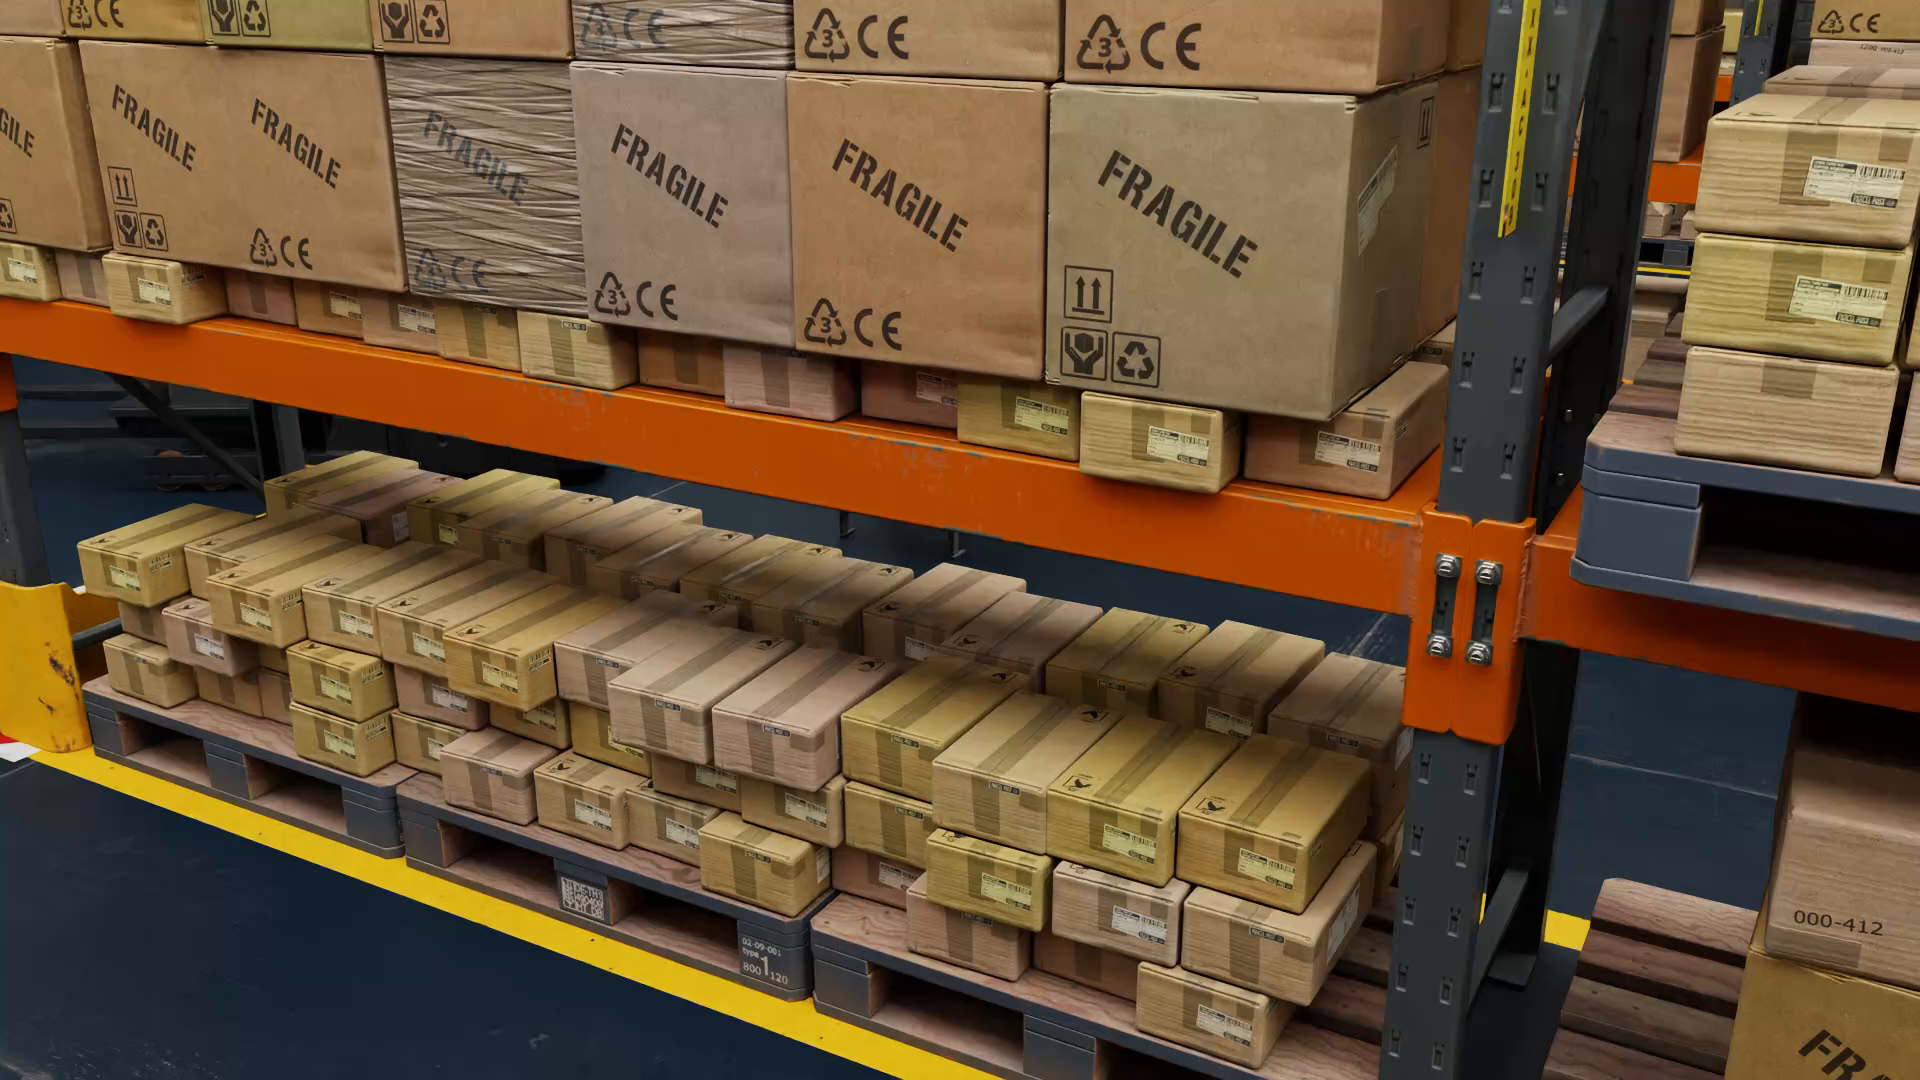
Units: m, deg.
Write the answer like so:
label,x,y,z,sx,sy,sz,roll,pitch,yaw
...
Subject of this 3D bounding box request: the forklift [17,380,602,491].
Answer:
label,x,y,z,sx,sy,sz,roll,pitch,yaw
forklift,-3.030,-1.765,6.934,3.031,2.935,1.130,-1,20,-2

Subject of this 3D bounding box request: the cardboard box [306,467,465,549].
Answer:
label,x,y,z,sx,sy,sz,roll,pitch,yaw
cardboard box,-1.672,-0.079,4.876,0.250,0.149,0.380,11,23,28

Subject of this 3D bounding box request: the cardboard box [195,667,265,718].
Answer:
label,x,y,z,sx,sy,sz,roll,pitch,yaw
cardboard box,-1.879,0.331,4.619,0.250,0.149,0.380,11,23,27

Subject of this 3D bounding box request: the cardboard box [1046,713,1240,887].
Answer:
label,x,y,z,sx,sy,sz,roll,pitch,yaw
cardboard box,0.363,0.503,3.273,0.250,0.149,0.380,11,23,28

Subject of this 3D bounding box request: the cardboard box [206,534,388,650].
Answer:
label,x,y,z,sx,sy,sz,roll,pitch,yaw
cardboard box,-1.701,0.128,4.306,0.250,0.149,0.380,11,23,27

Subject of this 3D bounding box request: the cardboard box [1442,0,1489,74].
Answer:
label,x,y,z,sx,sy,sz,roll,pitch,yaw
cardboard box,0.768,-1.153,3.095,0.500,0.500,0.500,11,23,29

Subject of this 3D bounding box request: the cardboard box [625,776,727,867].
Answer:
label,x,y,z,sx,sy,sz,roll,pitch,yaw
cardboard box,-0.564,0.595,3.890,0.250,0.149,0.380,11,23,28

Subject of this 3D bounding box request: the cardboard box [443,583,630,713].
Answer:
label,x,y,z,sx,sy,sz,roll,pitch,yaw
cardboard box,-0.999,0.251,3.967,0.250,0.149,0.380,11,23,28

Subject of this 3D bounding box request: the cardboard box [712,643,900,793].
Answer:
label,x,y,z,sx,sy,sz,roll,pitch,yaw
cardboard box,-0.328,0.379,3.613,0.250,0.149,0.380,10,22,25

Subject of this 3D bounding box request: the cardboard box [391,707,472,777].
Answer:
label,x,y,z,sx,sy,sz,roll,pitch,yaw
cardboard box,-1.220,0.459,4.265,0.250,0.149,0.380,11,23,27

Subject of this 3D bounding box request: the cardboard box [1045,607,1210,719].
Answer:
label,x,y,z,sx,sy,sz,roll,pitch,yaw
cardboard box,0.387,0.305,3.818,0.250,0.149,0.380,10,22,27

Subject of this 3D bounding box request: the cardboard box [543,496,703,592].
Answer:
label,x,y,z,sx,sy,sz,roll,pitch,yaw
cardboard box,-0.927,0.016,4.613,0.250,0.149,0.380,12,23,29

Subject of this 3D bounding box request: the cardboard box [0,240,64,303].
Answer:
label,x,y,z,sx,sy,sz,roll,pitch,yaw
cardboard box,-2.326,-0.744,4.385,0.250,0.149,0.380,11,22,27

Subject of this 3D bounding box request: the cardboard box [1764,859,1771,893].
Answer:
label,x,y,z,sx,sy,sz,roll,pitch,yaw
cardboard box,1.812,0.678,3.148,0.500,0.500,0.500,10,22,26

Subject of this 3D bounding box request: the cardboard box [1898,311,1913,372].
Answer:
label,x,y,z,sx,sy,sz,roll,pitch,yaw
cardboard box,1.713,-0.377,2.759,0.250,0.149,0.380,11,23,28

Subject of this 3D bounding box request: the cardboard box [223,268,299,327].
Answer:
label,x,y,z,sx,sy,sz,roll,pitch,yaw
cardboard box,-1.582,-0.651,4.129,0.250,0.149,0.380,12,23,30

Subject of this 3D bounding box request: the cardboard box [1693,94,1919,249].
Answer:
label,x,y,z,sx,sy,sz,roll,pitch,yaw
cardboard box,1.163,-0.505,2.238,0.250,0.149,0.380,12,23,30

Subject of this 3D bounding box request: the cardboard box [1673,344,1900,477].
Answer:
label,x,y,z,sx,sy,sz,roll,pitch,yaw
cardboard box,1.163,-0.225,2.339,0.250,0.149,0.380,10,22,25

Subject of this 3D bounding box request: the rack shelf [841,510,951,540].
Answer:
label,x,y,z,sx,sy,sz,roll,pitch,yaw
rack shelf,-0.145,-0.344,6.326,0.480,0.518,0.431,11,23,27

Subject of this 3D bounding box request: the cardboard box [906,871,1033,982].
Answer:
label,x,y,z,sx,sy,sz,roll,pitch,yaw
cardboard box,0.086,0.738,3.497,0.250,0.149,0.380,10,22,26

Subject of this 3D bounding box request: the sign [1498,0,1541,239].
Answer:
label,x,y,z,sx,sy,sz,roll,pitch,yaw
sign,0.785,-0.592,2.330,0.005,0.325,0.100,11,23,27

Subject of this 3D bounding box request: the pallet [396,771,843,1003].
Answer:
label,x,y,z,sx,sy,sz,roll,pitch,yaw
pallet,-0.630,0.659,4.239,1.213,0.211,1.003,11,23,27

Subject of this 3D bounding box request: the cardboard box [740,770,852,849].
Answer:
label,x,y,z,sx,sy,sz,roll,pitch,yaw
cardboard box,-0.275,0.509,3.692,0.250,0.149,0.380,11,23,29

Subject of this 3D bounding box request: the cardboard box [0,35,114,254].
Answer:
label,x,y,z,sx,sy,sz,roll,pitch,yaw
cardboard box,-2.192,-1.043,4.260,0.500,0.500,0.500,12,23,30

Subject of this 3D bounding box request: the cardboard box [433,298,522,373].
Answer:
label,x,y,z,sx,sy,sz,roll,pitch,yaw
cardboard box,-0.939,-0.500,3.712,0.250,0.149,0.380,12,23,29

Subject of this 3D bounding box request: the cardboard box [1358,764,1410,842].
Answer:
label,x,y,z,sx,sy,sz,roll,pitch,yaw
cardboard box,0.883,0.499,3.719,0.250,0.149,0.380,12,23,30

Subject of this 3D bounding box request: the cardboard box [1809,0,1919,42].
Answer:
label,x,y,z,sx,sy,sz,roll,pitch,yaw
cardboard box,3.613,-2.197,6.410,0.500,0.500,0.500,11,23,28

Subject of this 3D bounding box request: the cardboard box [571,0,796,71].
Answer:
label,x,y,z,sx,sy,sz,roll,pitch,yaw
cardboard box,-0.393,-1.176,3.160,0.500,0.500,0.500,11,23,29

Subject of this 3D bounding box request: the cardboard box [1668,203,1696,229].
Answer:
label,x,y,z,sx,sy,sz,roll,pitch,yaw
cardboard box,5.325,-2.431,11.994,0.500,0.311,0.500,12,23,29

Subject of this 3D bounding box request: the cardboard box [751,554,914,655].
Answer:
label,x,y,z,sx,sy,sz,roll,pitch,yaw
cardboard box,-0.312,0.181,4.159,0.250,0.149,0.380,10,22,25

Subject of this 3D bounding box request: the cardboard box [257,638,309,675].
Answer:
label,x,y,z,sx,sy,sz,roll,pitch,yaw
cardboard box,-1.649,0.230,4.461,0.250,0.149,0.380,11,23,28

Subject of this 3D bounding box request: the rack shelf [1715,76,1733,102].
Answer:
label,x,y,z,sx,sy,sz,roll,pitch,yaw
rack shelf,4.040,-3.311,12.150,4.000,0.370,1.077,11,23,27

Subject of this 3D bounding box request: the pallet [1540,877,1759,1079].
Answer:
label,x,y,z,sx,sy,sz,roll,pitch,yaw
pallet,1.723,1.092,3.046,1.213,0.211,1.003,11,23,27

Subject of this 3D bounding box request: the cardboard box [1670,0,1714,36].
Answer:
label,x,y,z,sx,sy,sz,roll,pitch,yaw
cardboard box,2.822,-2.352,6.837,0.500,0.500,0.500,11,22,27

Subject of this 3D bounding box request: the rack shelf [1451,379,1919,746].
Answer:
label,x,y,z,sx,sy,sz,roll,pitch,yaw
rack shelf,2.789,0.323,2.132,4.000,0.370,1.077,11,23,27

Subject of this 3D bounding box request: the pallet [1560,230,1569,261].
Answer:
label,x,y,z,sx,sy,sz,roll,pitch,yaw
pallet,4.118,-2.323,12.460,1.213,0.211,1.003,11,23,27

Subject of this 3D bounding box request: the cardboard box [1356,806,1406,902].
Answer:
label,x,y,z,sx,sy,sz,roll,pitch,yaw
cardboard box,0.882,0.638,3.771,0.250,0.149,0.380,10,22,25

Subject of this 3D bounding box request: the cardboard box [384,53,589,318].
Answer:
label,x,y,z,sx,sy,sz,roll,pitch,yaw
cardboard box,-0.843,-0.794,3.572,0.500,0.500,0.500,10,22,26

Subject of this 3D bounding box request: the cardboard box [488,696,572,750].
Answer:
label,x,y,z,sx,sy,sz,roll,pitch,yaw
cardboard box,-0.943,0.353,4.121,0.250,0.149,0.380,12,23,30

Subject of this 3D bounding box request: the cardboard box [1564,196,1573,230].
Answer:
label,x,y,z,sx,sy,sz,roll,pitch,yaw
cardboard box,4.415,-2.548,12.041,0.500,0.500,0.700,10,22,25

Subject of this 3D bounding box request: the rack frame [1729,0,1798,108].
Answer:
label,x,y,z,sx,sy,sz,roll,pitch,yaw
rack frame,3.369,-1.839,7.035,0.127,3.000,1.000,11,23,27

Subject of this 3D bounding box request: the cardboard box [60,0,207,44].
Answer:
label,x,y,z,sx,sy,sz,roll,pitch,yaw
cardboard box,-1.743,-1.435,3.872,0.500,0.500,0.500,12,23,29

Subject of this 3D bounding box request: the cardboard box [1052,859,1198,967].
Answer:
label,x,y,z,sx,sy,sz,roll,pitch,yaw
cardboard box,0.371,0.656,3.287,0.250,0.149,0.380,10,22,25

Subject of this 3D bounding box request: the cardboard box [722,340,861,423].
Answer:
label,x,y,z,sx,sy,sz,roll,pitch,yaw
cardboard box,-0.268,-0.367,3.346,0.250,0.149,0.380,10,22,25

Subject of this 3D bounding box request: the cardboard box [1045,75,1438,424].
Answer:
label,x,y,z,sx,sy,sz,roll,pitch,yaw
cardboard box,0.483,-0.531,2.848,0.500,0.500,0.500,11,23,27

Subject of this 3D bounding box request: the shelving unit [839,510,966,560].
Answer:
label,x,y,z,sx,sy,sz,roll,pitch,yaw
shelving unit,-0.145,-1.015,6.083,0.503,2.100,0.431,11,23,27

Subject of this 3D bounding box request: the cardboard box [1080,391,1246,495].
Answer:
label,x,y,z,sx,sy,sz,roll,pitch,yaw
cardboard box,0.401,-0.218,2.937,0.250,0.149,0.380,10,22,26

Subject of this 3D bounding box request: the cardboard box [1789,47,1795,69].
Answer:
label,x,y,z,sx,sy,sz,roll,pitch,yaw
cardboard box,5.626,-3.336,11.532,0.250,0.149,0.380,11,23,27
